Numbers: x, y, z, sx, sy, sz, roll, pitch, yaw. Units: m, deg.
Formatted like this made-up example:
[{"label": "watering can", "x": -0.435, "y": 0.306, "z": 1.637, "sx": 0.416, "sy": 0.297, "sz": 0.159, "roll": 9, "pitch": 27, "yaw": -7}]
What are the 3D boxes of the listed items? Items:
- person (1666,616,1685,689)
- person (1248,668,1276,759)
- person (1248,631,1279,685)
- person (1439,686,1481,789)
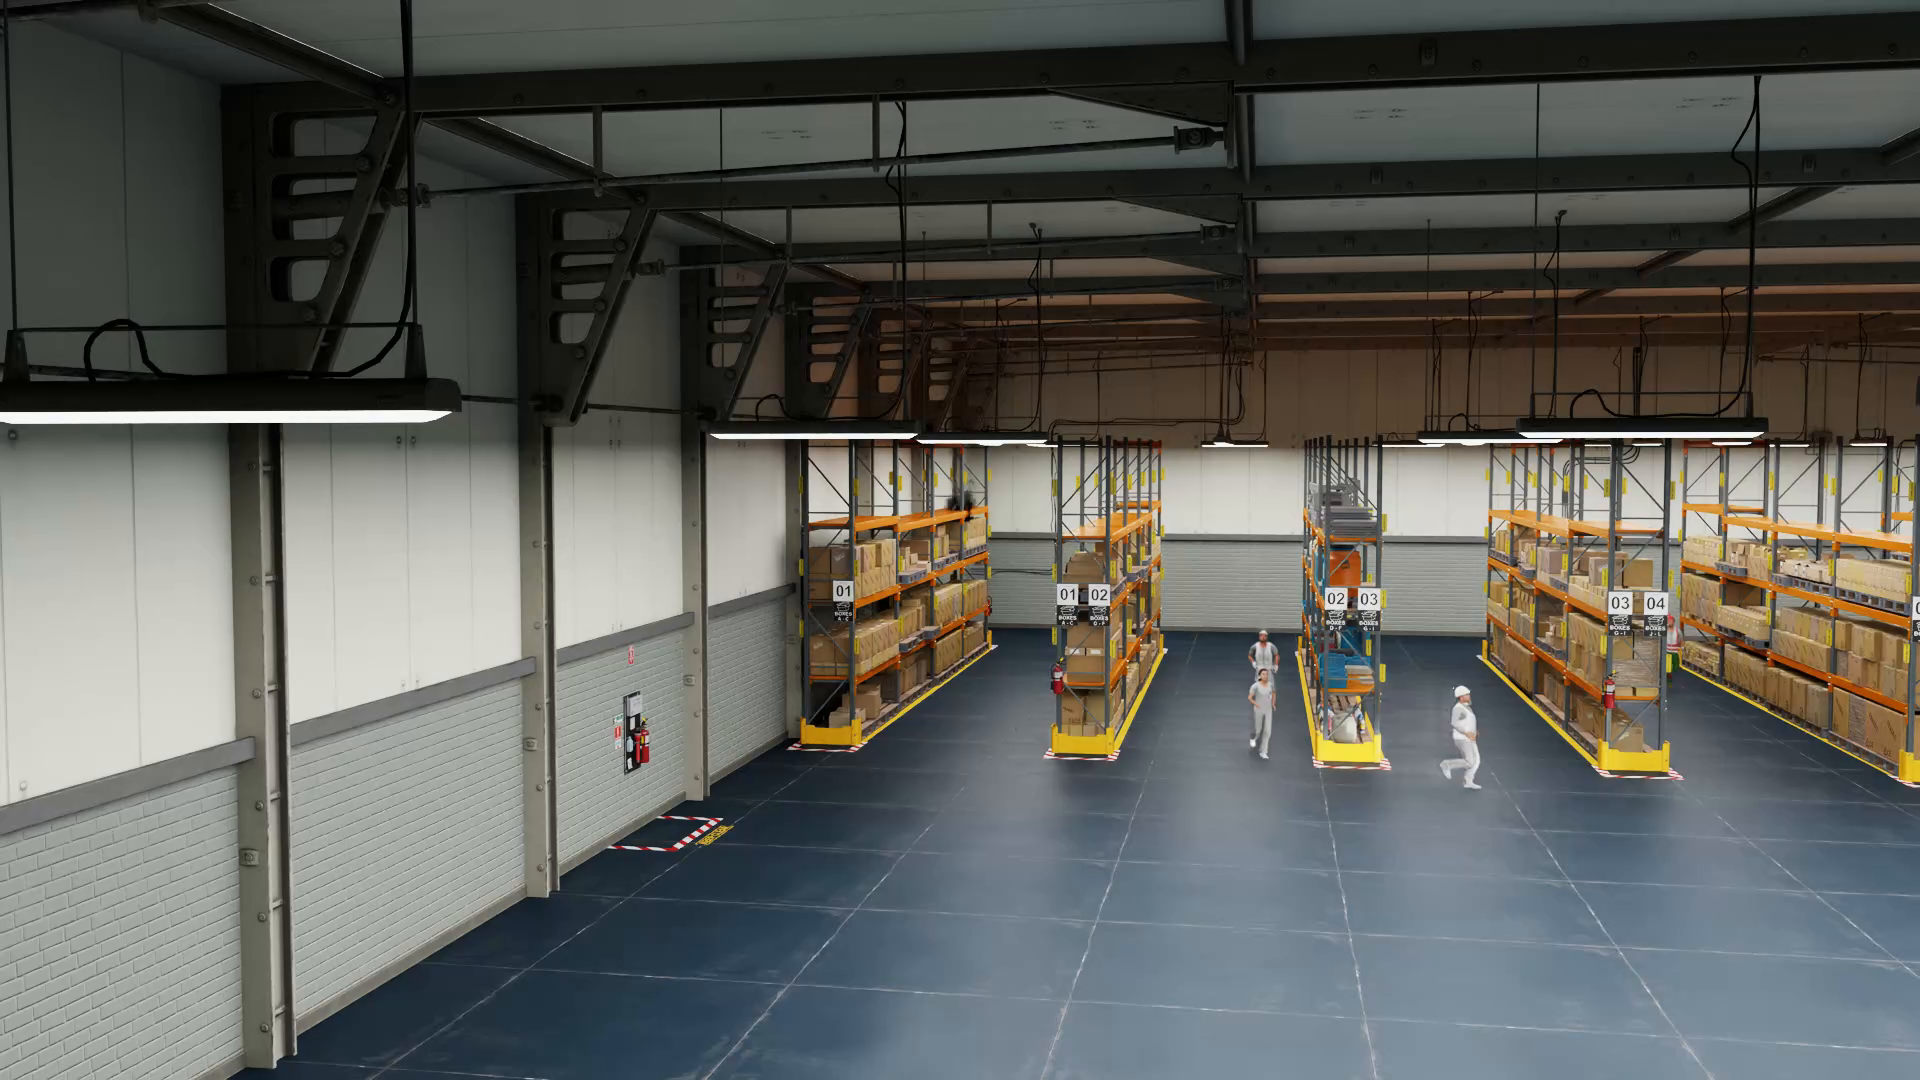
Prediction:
[{"label": "person", "x": 17.071, "y": 2.695, "z": 40.016, "sx": 0.656, "sy": 1.745, "sz": 0.615, "roll": 1, "pitch": 3, "yaw": 13}, {"label": "person", "x": 5.669, "y": 3.224, "z": 31.179, "sx": 0.576, "sy": 1.657, "sz": 0.836, "roll": 0, "pitch": 3, "yaw": -9}, {"label": "person", "x": 6.745, "y": 2.870, "z": 36.958, "sx": 0.676, "sy": 1.724, "sz": 0.675, "roll": 0, "pitch": 3, "yaw": 6}, {"label": "person", "x": 8.498, "y": 3.336, "z": 28.157, "sx": 0.678, "sy": 1.731, "sz": 0.659, "roll": 2, "pitch": 4, "yaw": 31}]
